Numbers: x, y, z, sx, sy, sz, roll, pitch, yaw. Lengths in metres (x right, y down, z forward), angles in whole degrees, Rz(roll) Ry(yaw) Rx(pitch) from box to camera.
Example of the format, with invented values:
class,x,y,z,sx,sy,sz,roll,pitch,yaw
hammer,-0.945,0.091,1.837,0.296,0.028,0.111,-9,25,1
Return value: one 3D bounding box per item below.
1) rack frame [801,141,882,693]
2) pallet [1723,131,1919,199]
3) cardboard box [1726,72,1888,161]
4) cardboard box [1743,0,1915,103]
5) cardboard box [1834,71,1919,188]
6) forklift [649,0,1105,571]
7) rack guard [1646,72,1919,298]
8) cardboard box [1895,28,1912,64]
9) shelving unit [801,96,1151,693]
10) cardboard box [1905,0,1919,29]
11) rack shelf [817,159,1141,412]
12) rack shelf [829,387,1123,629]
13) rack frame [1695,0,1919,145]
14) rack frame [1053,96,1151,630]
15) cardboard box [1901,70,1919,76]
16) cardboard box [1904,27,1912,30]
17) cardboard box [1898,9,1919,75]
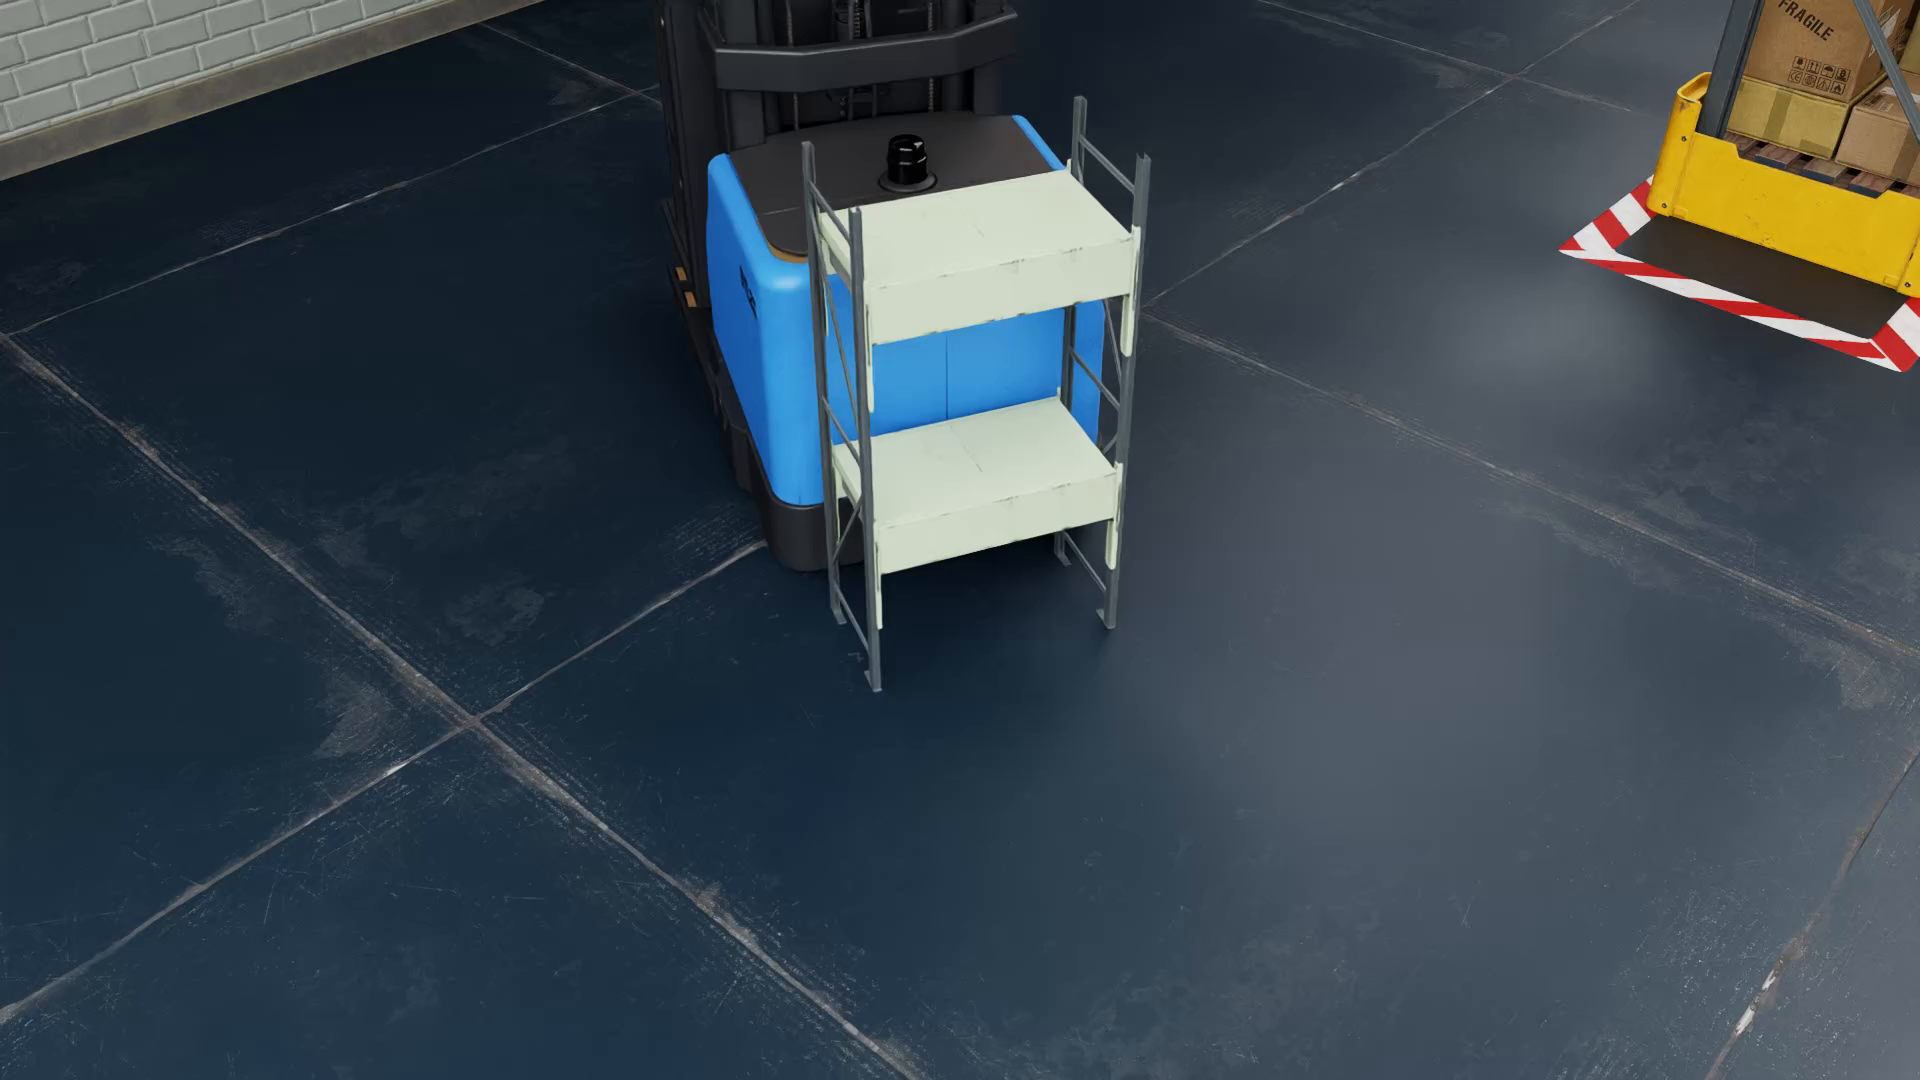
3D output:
class,x,y,z,sx,sy,sz,roll,pitch,yaw
rack frame,-0.306,-0.272,4.387,0.023,1.500,0.400,-14,41,-17
pallet,3.919,-1.701,7.220,1.003,0.211,1.213,30,47,32
cardboard box,3.578,-1.882,7.079,0.500,0.250,0.500,30,47,32
cardboard box,3.576,-2.177,6.846,0.500,0.500,0.500,30,47,32
cardboard box,3.960,-1.665,6.805,0.500,0.250,0.500,30,47,32
forklift,-0.479,-1.976,5.380,1.130,2.935,3.031,-11,40,-13
rack guard,3.418,-1.434,6.652,1.175,0.500,0.348,30,47,32
cardboard box,3.906,-2.117,7.374,0.500,0.250,0.500,30,47,32
shelving unit,0.035,-0.355,4.491,0.755,1.500,0.431,-14,41,-17
cardboard box,4.240,-2.642,7.432,0.500,0.500,0.500,30,47,32
rack shelf,0.035,-0.660,4.249,0.720,0.370,0.431,-14,41,-17
rack shelf,0.035,-0.100,4.694,0.720,0.370,0.431,-14,41,-17
rack frame,3.434,-2.424,5.888,1.000,3.000,0.127,30,47,32
rack frame,0.376,-0.438,4.596,0.023,1.500,0.400,-14,41,-17
cardboard box,4.295,-1.896,7.096,0.500,0.250,0.500,30,47,32
cardboard box,4.242,-2.347,7.664,0.500,0.250,0.500,30,47,32
cardboard box,4.296,-2.189,6.862,0.500,0.500,0.500,30,47,32
